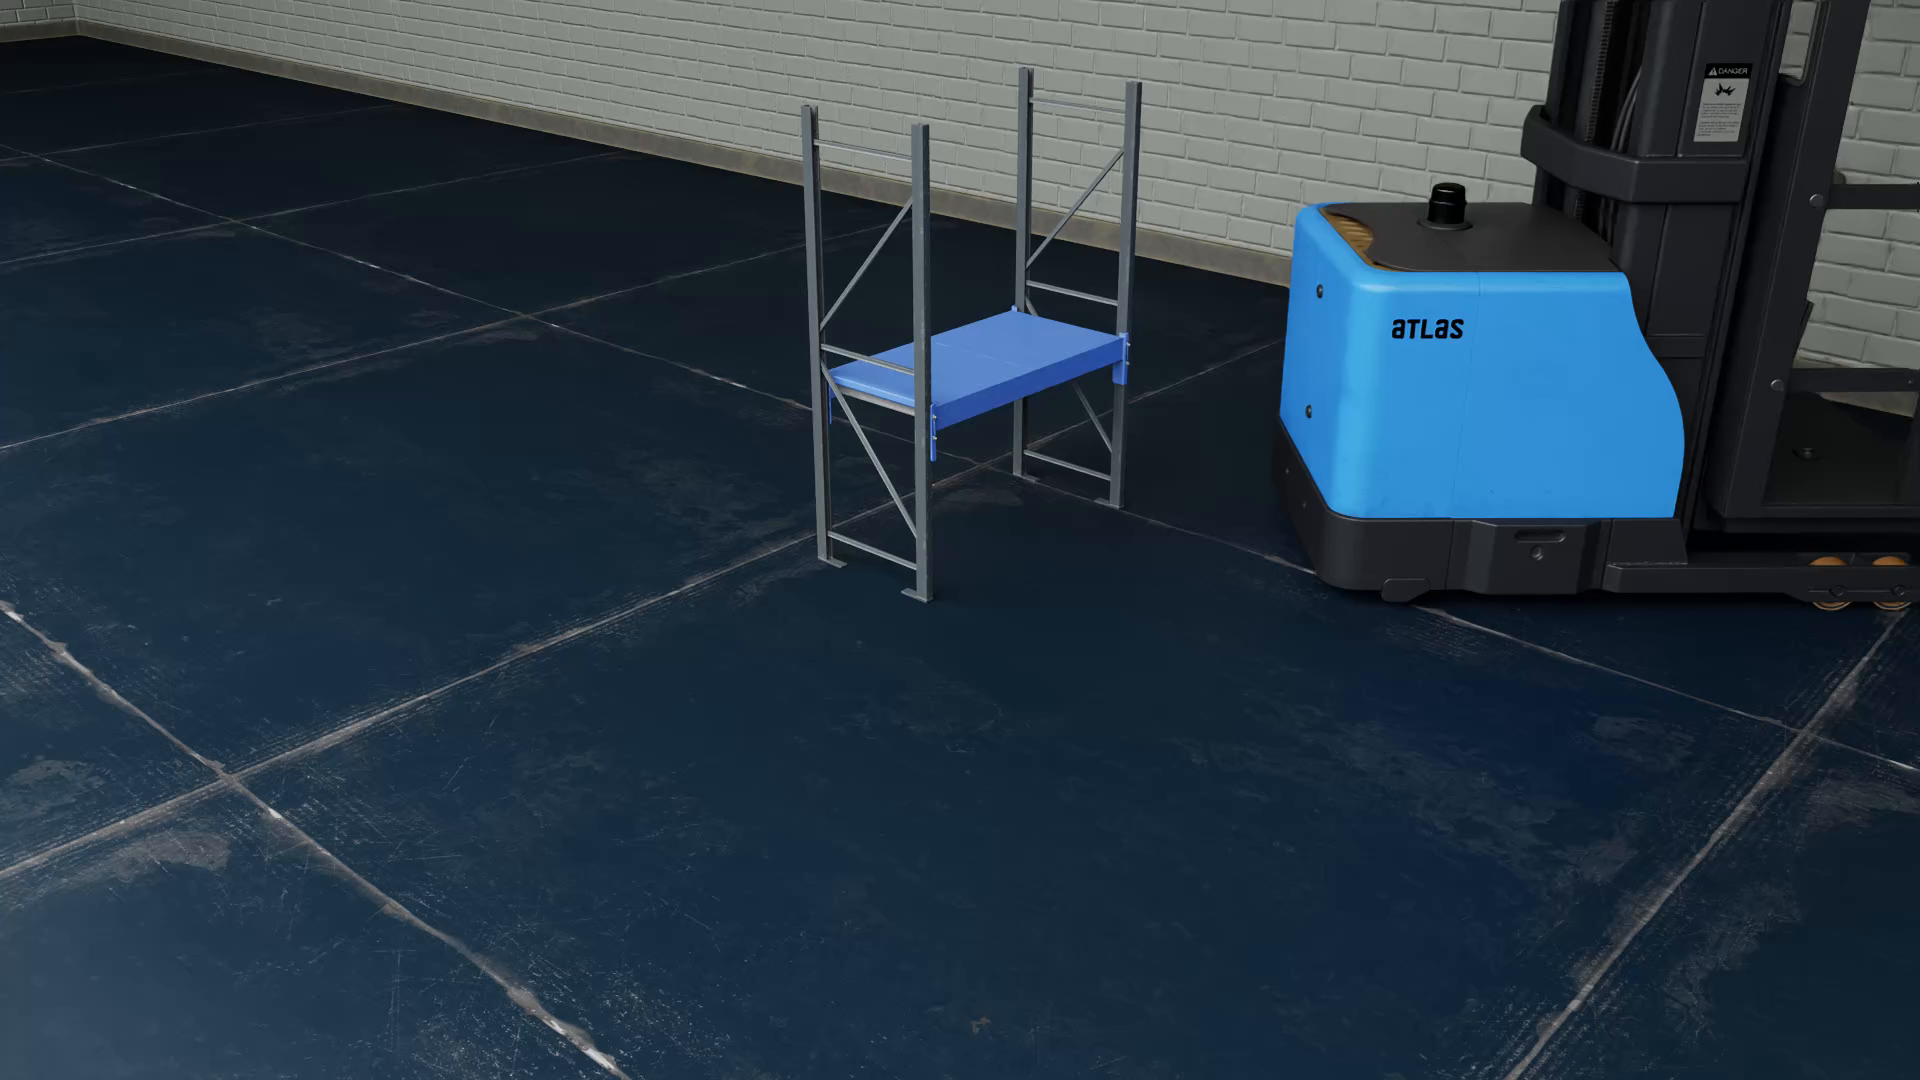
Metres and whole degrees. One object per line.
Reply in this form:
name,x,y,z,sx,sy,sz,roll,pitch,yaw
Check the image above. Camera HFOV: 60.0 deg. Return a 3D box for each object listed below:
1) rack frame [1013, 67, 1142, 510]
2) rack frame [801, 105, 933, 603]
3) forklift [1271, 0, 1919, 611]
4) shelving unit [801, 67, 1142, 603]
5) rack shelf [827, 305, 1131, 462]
rack frame,0.396,-0.865,5.847,0.500,1.500,0.032,20,31,38
rack frame,-0.282,-0.555,5.156,0.500,1.500,0.032,20,31,38
forklift,2.656,-1.333,5.140,3.031,2.935,1.130,0,24,0
shelving unit,0.057,-0.710,5.501,0.538,1.500,1.048,20,31,38
rack shelf,0.057,-0.546,5.575,0.538,0.185,1.000,20,31,38
